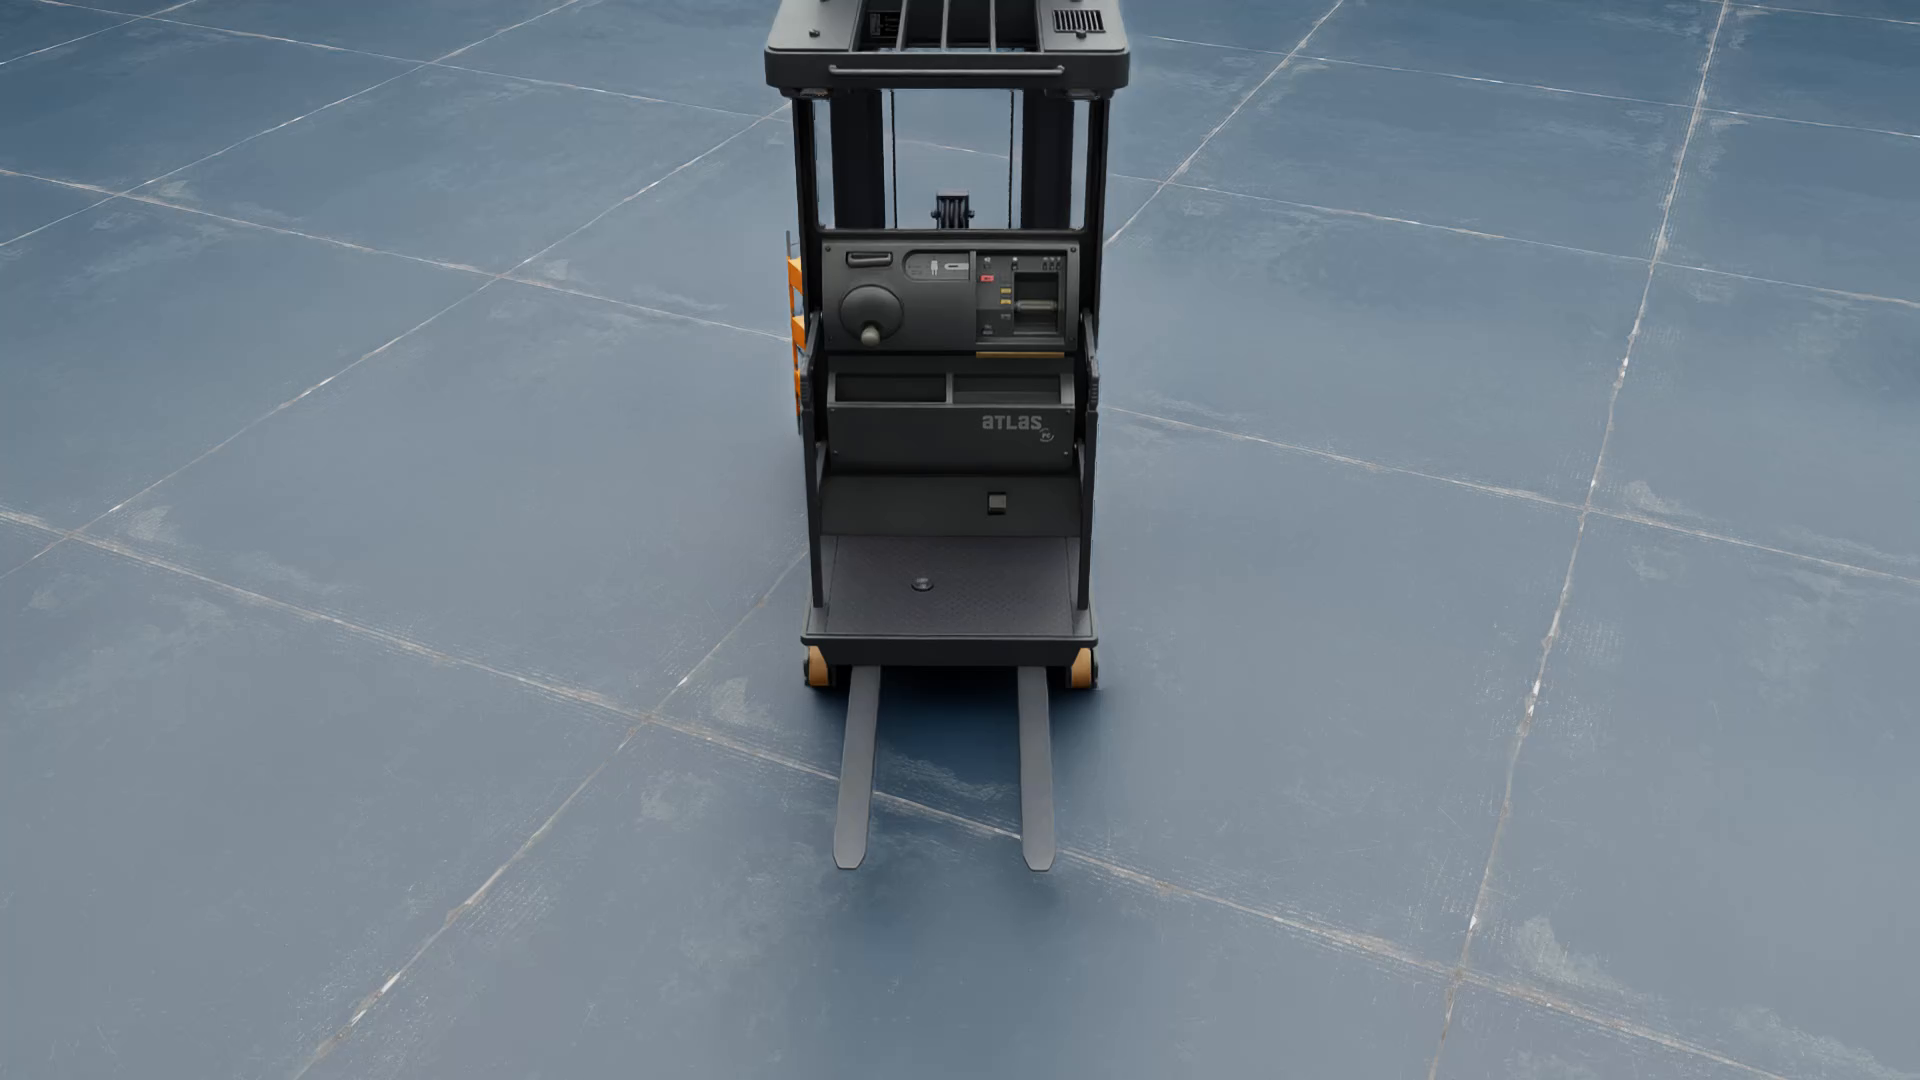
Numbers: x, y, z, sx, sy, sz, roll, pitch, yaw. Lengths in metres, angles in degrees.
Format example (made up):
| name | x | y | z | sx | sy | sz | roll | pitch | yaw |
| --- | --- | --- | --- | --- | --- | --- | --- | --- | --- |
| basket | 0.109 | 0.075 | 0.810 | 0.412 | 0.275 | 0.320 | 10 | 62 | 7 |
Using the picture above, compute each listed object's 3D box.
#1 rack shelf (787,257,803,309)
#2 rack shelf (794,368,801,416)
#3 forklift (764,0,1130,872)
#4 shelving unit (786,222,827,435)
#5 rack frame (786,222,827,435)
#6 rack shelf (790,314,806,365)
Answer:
| name | x | y | z | sx | sy | sz | roll | pitch | yaw |
| --- | --- | --- | --- | --- | --- | --- | --- | --- | --- |
| rack shelf | -0.633 | -1.142 | 7.535 | 0.215 | 0.259 | 0.240 | -17 | 37 | -24 |
| rack shelf | -0.633 | -0.672 | 7.843 | 0.215 | 0.259 | 0.240 | -17 | 37 | -24 |
| forklift | -0.034 | -0.828 | 5.840 | 1.130 | 2.935 | 3.031 | 0 | 33 | 1 |
| shelving unit | -0.633 | -0.913 | 7.685 | 0.215 | 1.050 | 0.252 | -17 | 37 | -24 |
| rack frame | -0.692 | -0.971 | 7.774 | 0.200 | 1.050 | 0.008 | -17 | 37 | -24 |
| rack shelf | -0.633 | -0.904 | 7.691 | 0.215 | 0.259 | 0.240 | -17 | 37 | -24 |
